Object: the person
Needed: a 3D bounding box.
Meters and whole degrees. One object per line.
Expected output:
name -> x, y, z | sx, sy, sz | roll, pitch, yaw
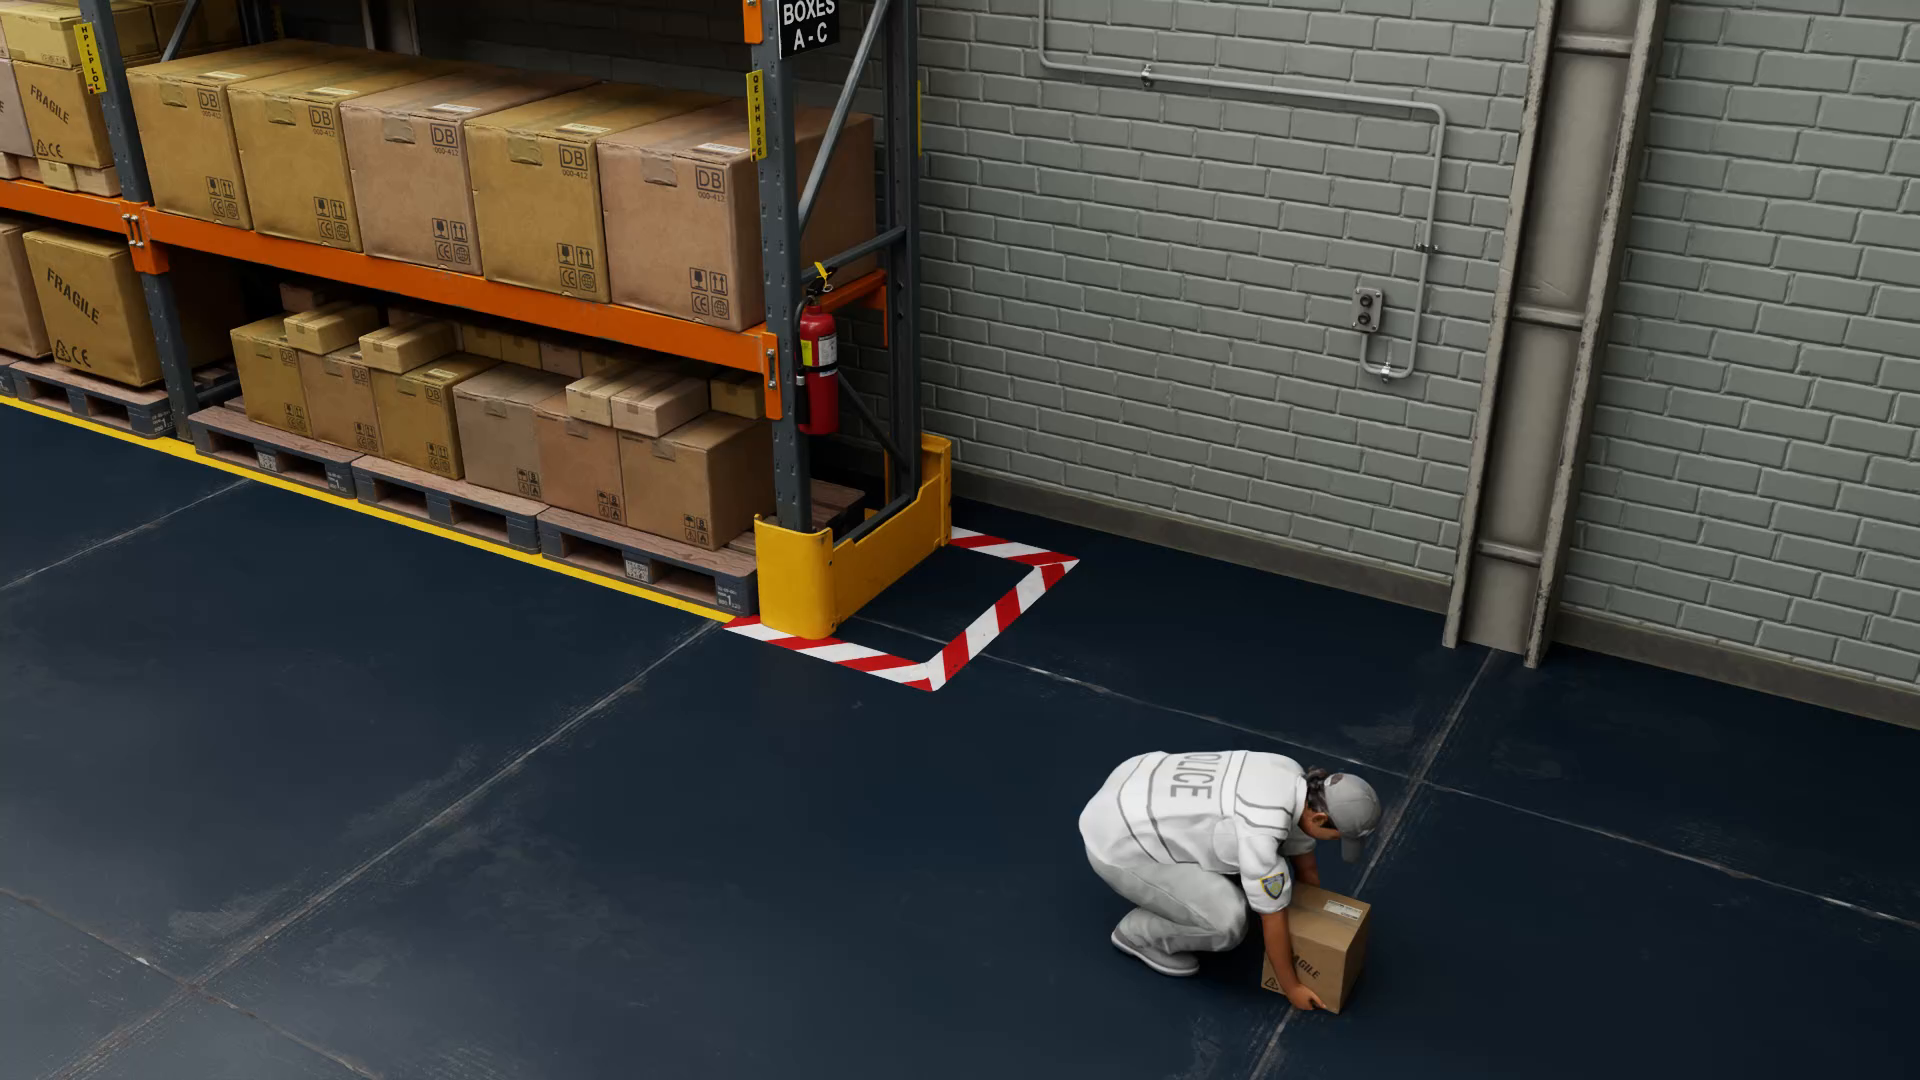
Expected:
person -> 0.828, 1.010, 5.216 | 0.899, 0.816, 0.526 | 14, 30, 26
